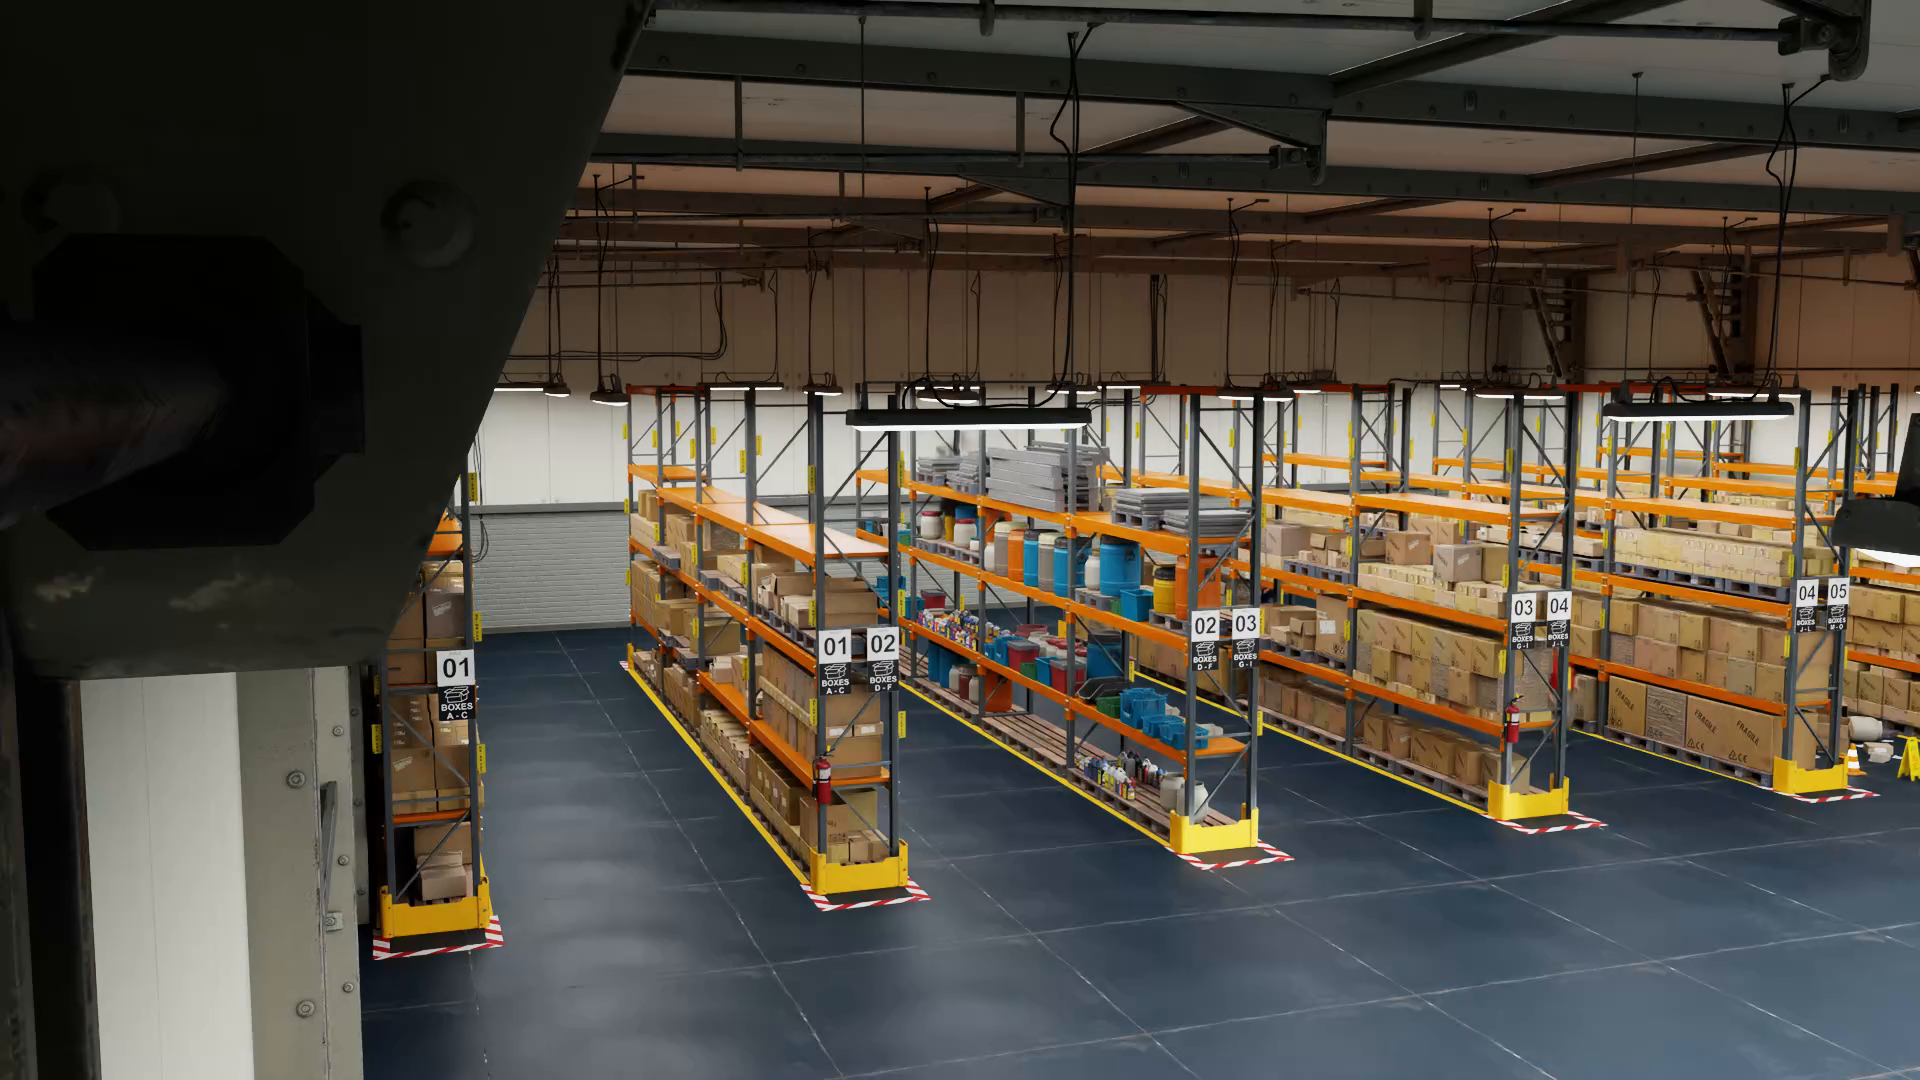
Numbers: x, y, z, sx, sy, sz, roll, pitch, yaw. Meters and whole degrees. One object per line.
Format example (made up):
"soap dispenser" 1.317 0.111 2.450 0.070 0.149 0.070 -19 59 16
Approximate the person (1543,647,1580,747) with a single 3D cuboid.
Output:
"person" 10.108 2.621 27.934 0.671 1.674 0.594 -2 6 -20

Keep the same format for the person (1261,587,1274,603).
"person" 7.678 1.280 41.474 0.734 1.559 0.768 0 6 3

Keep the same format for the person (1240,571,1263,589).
"person" 7.329 1.186 41.455 0.896 1.818 0.687 -2 6 -15
